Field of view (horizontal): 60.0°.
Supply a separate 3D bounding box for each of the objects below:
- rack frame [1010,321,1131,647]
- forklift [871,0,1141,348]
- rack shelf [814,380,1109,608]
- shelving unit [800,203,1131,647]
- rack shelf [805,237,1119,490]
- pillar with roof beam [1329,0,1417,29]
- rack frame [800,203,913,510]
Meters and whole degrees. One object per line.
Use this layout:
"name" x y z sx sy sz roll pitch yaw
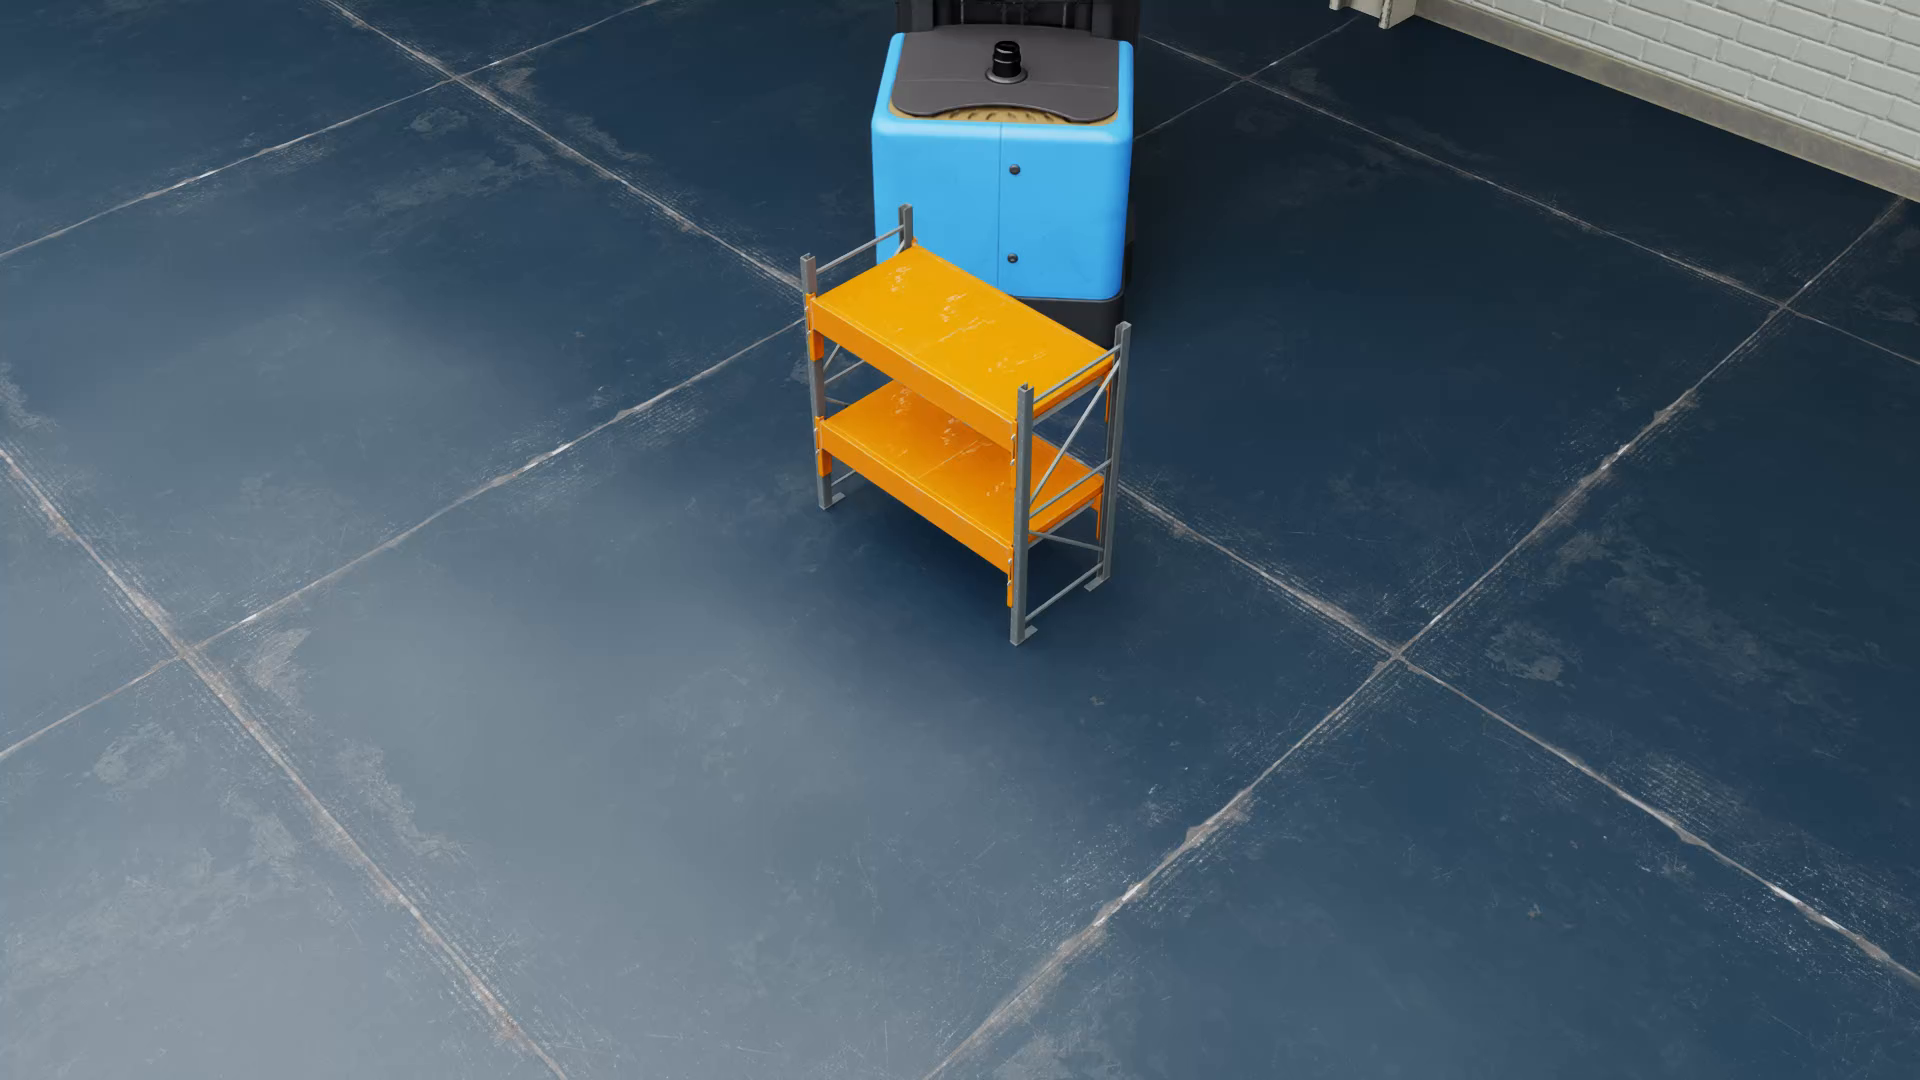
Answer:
"rack frame" 0.364 -0.166 5.600 0.500 1.125 0.032 -34 53 -31
"forklift" 0.272 -2.875 7.202 1.130 2.935 3.031 3 43 3
"rack shelf" 0.005 -0.230 6.031 0.538 0.278 1.000 -34 53 -31
"shelving unit" 0.005 -0.410 5.865 0.538 1.125 1.048 -34 53 -31
"rack shelf" 0.005 -0.625 5.666 0.538 0.278 1.000 -34 53 -31
"pillar with roof beam" -0.679 -4.285 4.257 9.100 9.000 0.400 -34 53 -31
"rack frame" -0.354 -0.654 6.129 0.500 1.125 0.032 -34 53 -31
